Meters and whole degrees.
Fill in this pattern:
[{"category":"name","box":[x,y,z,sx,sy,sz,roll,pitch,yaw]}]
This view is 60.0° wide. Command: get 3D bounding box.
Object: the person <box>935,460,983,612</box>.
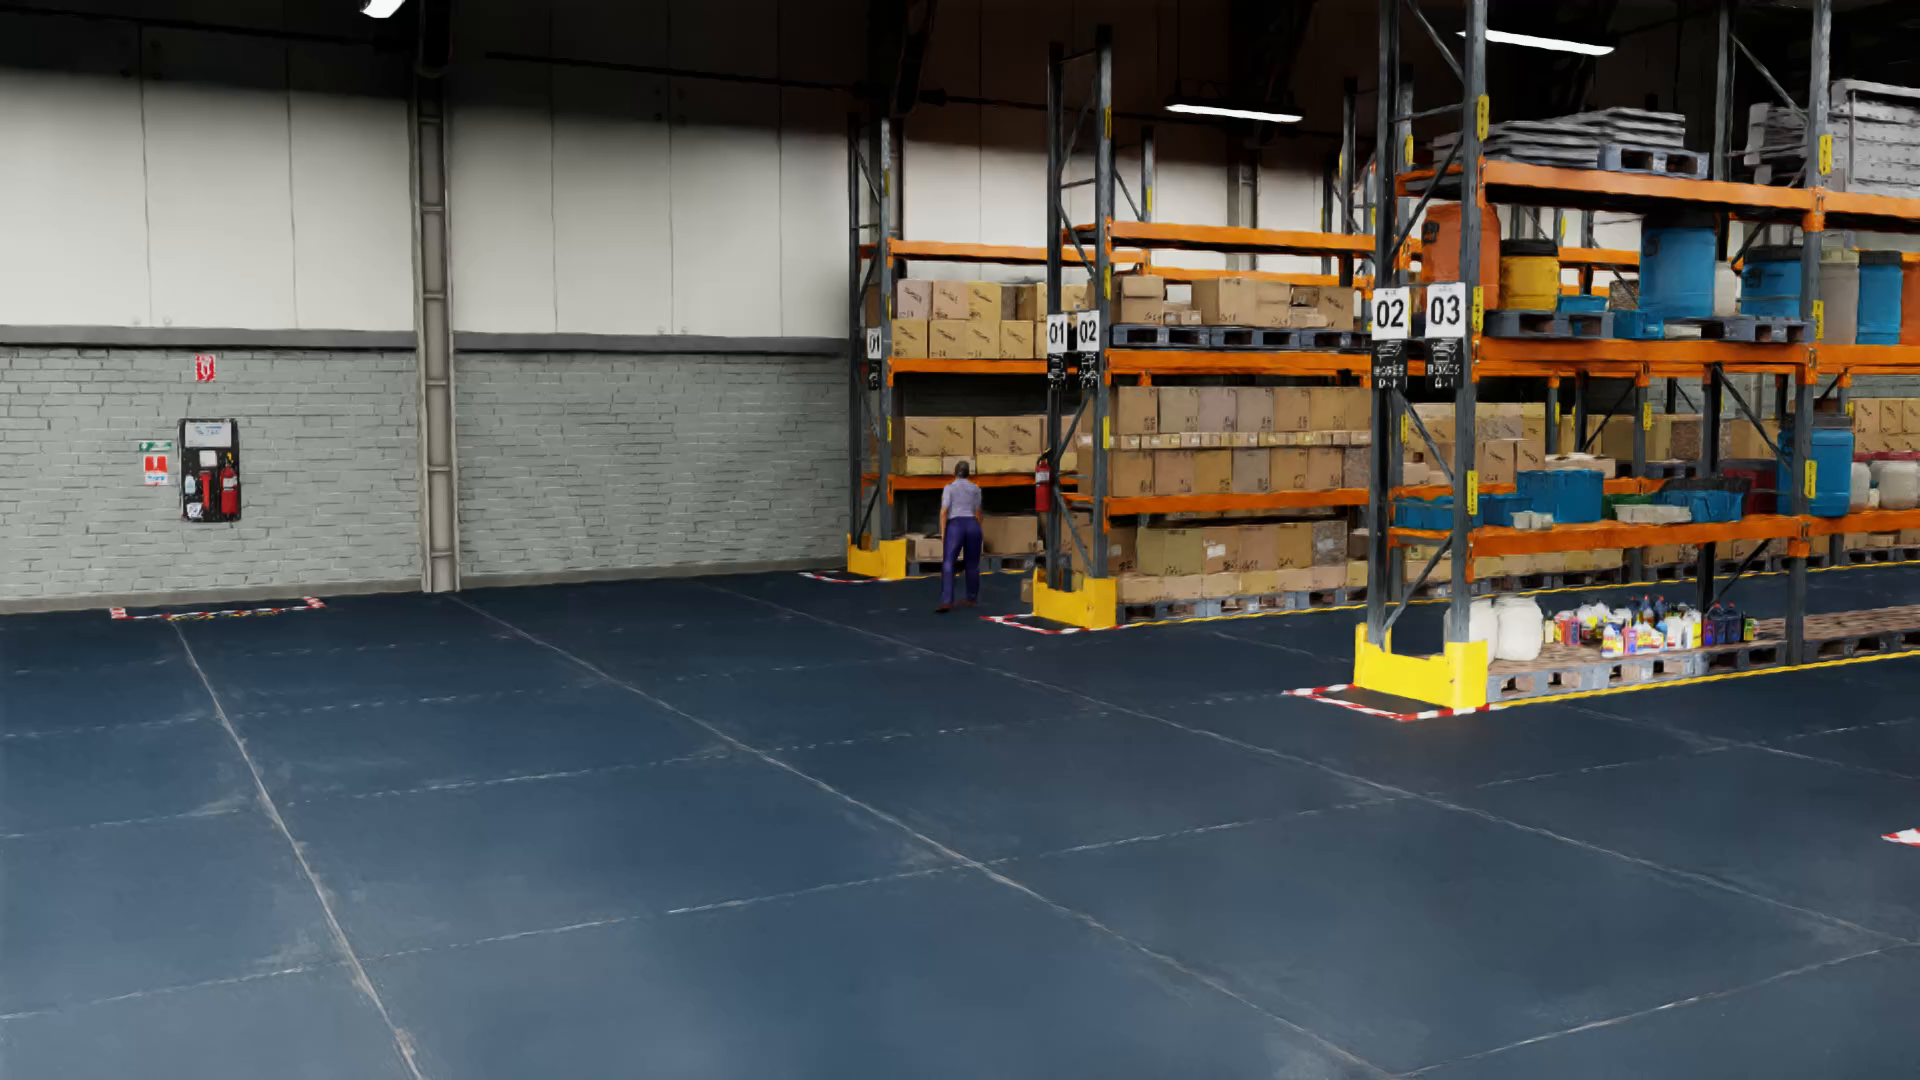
[{"category":"person","box":[-0.027,-0.046,18.188,0.590,1.650,0.573,-2,6,-23]}]
